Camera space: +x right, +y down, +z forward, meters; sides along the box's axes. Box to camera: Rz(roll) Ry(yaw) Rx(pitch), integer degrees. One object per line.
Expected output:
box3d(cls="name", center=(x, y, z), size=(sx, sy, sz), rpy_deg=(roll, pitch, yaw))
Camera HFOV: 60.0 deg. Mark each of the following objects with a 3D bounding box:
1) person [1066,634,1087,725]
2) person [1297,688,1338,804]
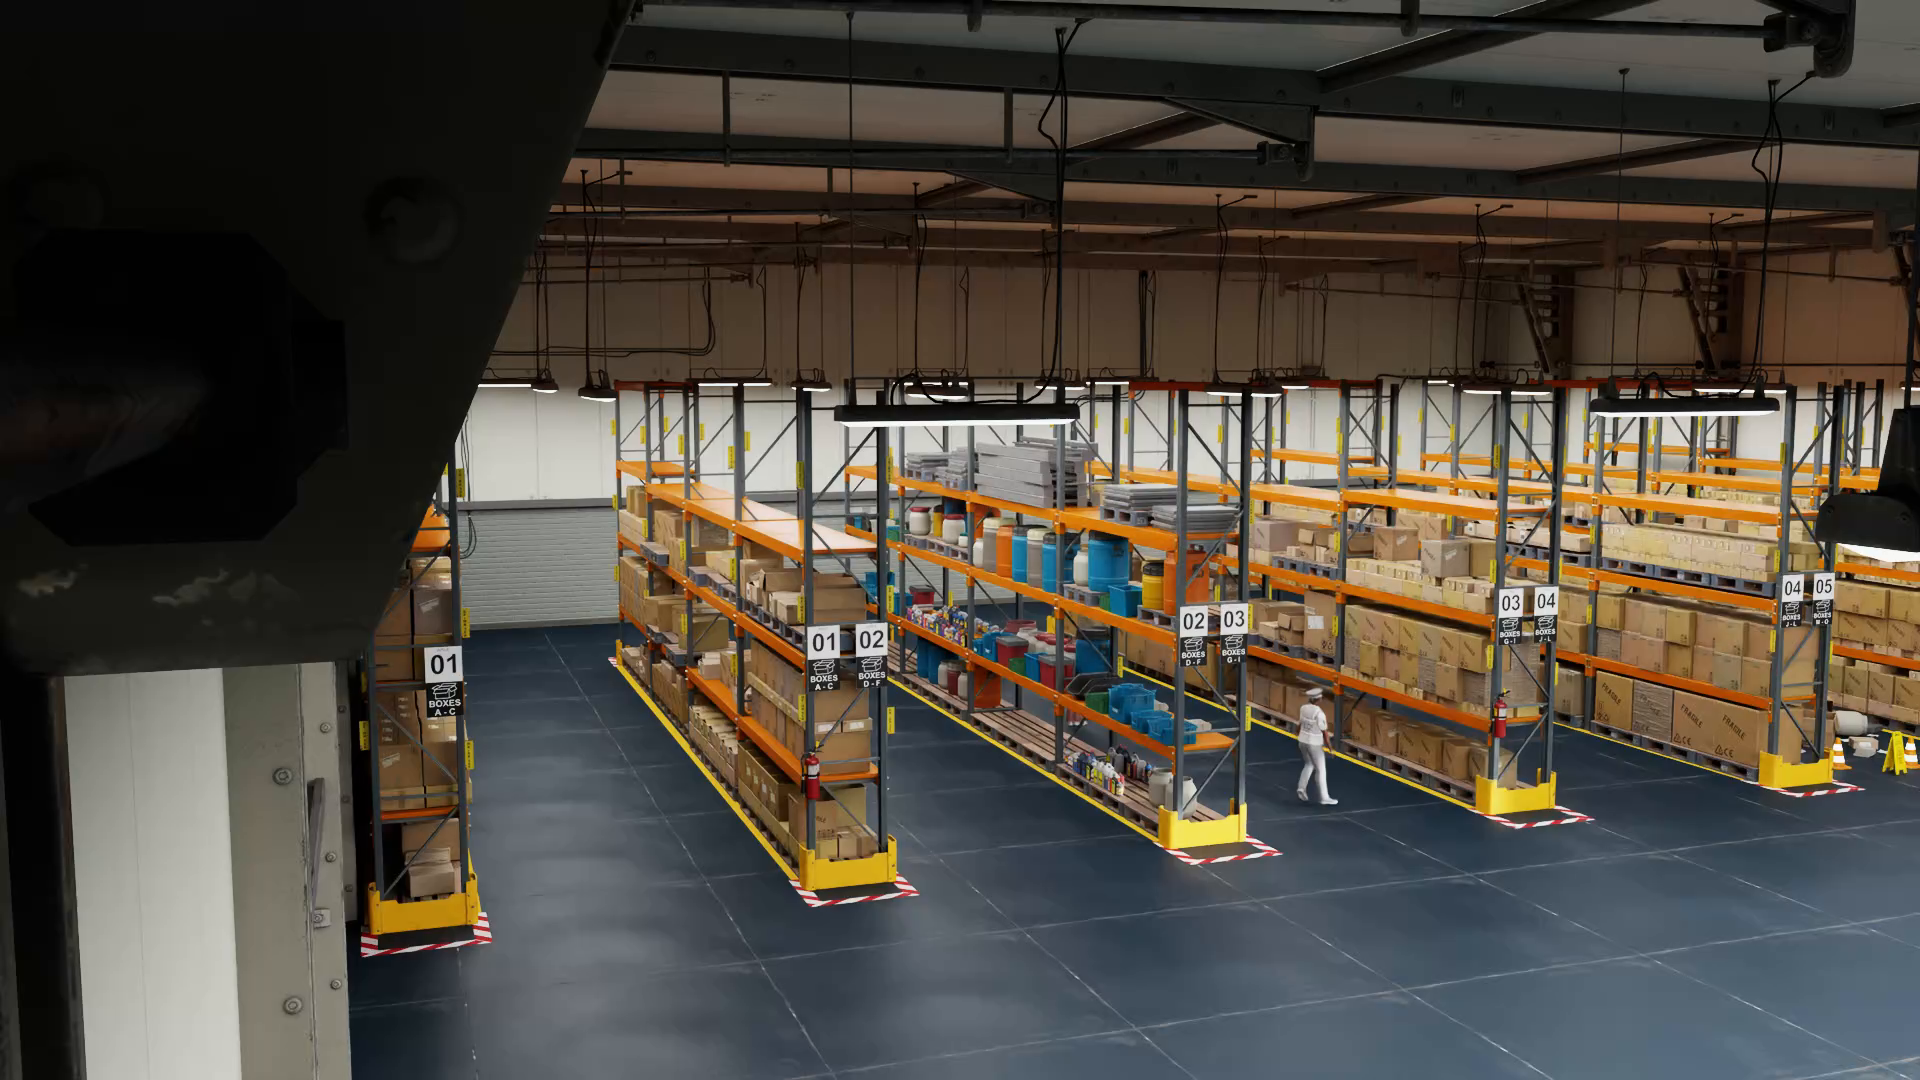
box3d(cls="person", center=(2.041, 2.425, 29.081), size=(0.472, 1.668, 0.382), rpy_deg=(2, 7, 22))
box3d(cls="person", center=(5.138, 2.964, 23.992), size=(0.495, 1.676, 0.577), rpy_deg=(-4, 7, -30))
